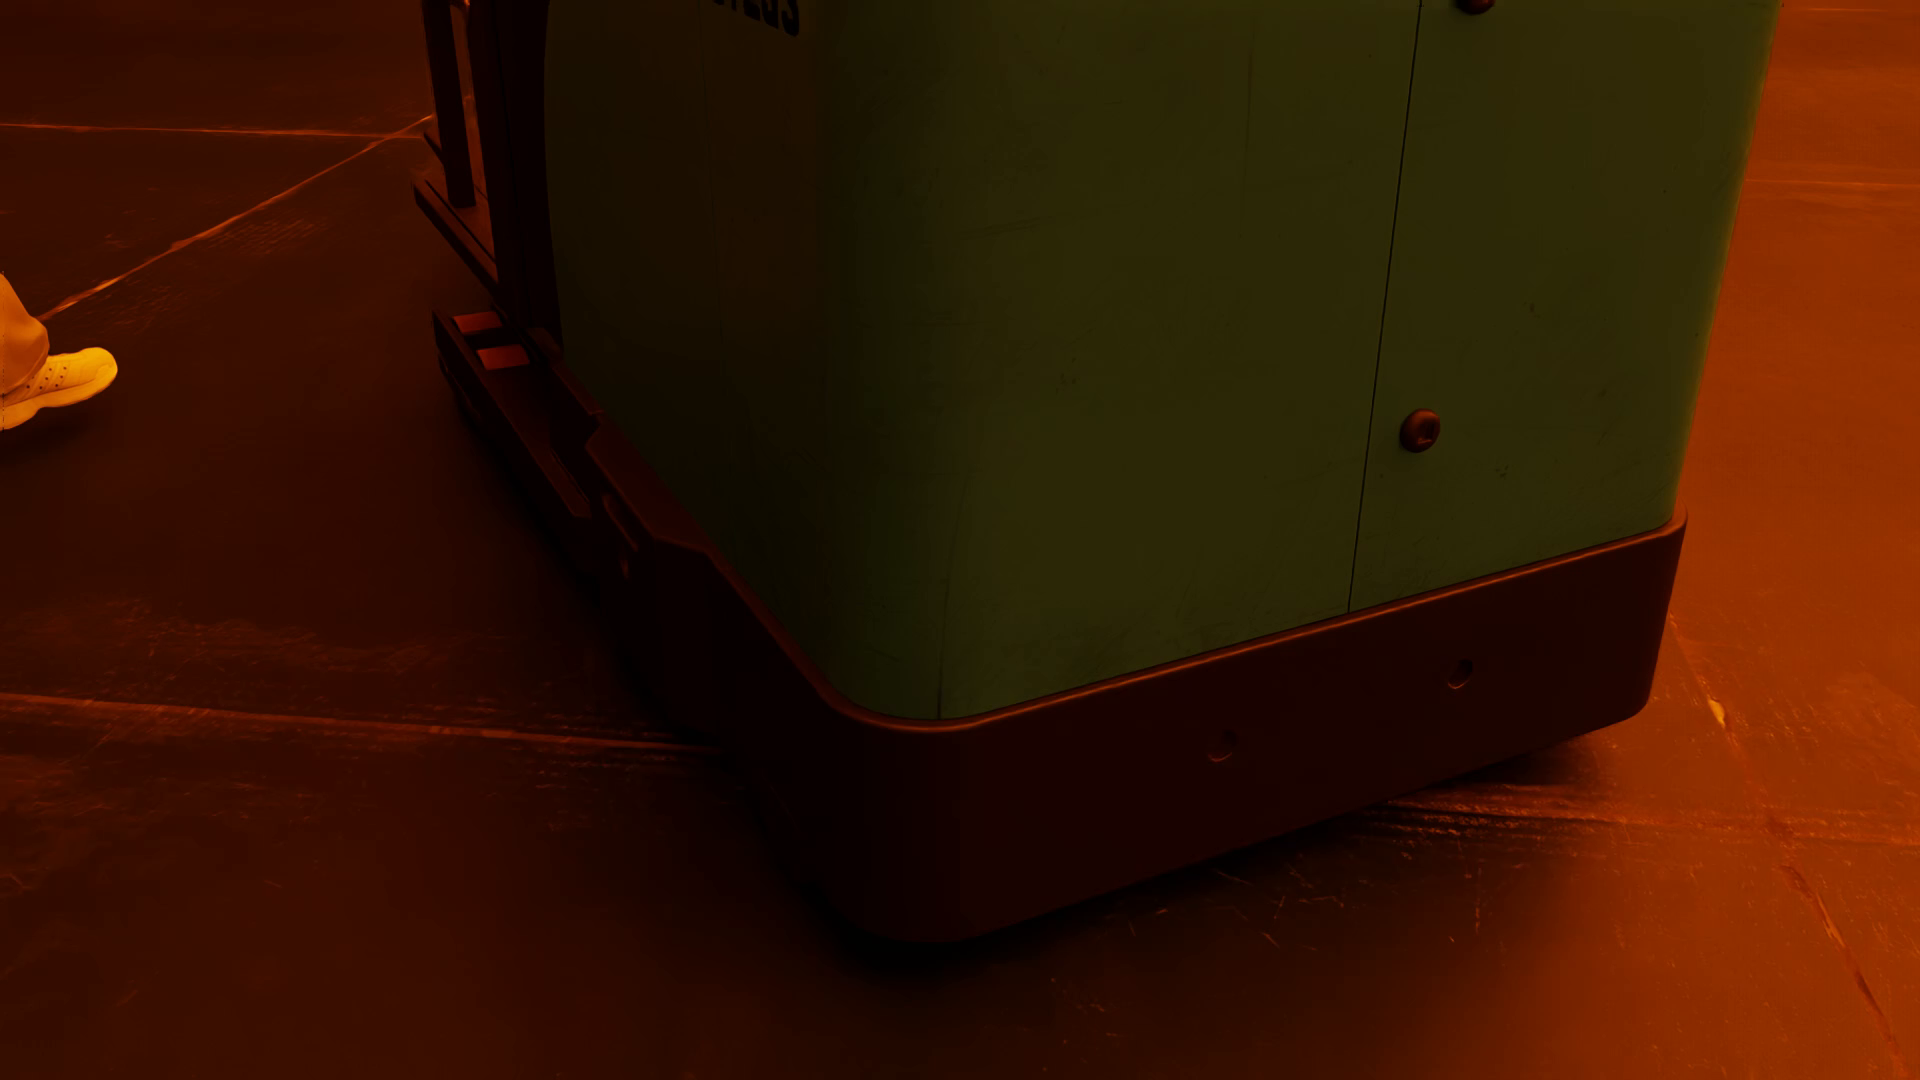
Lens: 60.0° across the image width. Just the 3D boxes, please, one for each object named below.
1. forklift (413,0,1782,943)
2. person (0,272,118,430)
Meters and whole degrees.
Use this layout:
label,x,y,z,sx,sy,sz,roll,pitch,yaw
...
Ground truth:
label,x,y,z,sx,sy,sz,roll,pitch,yaw
forklift,-0.290,-1.558,2.339,1.130,2.935,3.031,-13,29,-24
person,-1.791,-0.938,2.398,0.549,1.673,0.545,4,27,7
